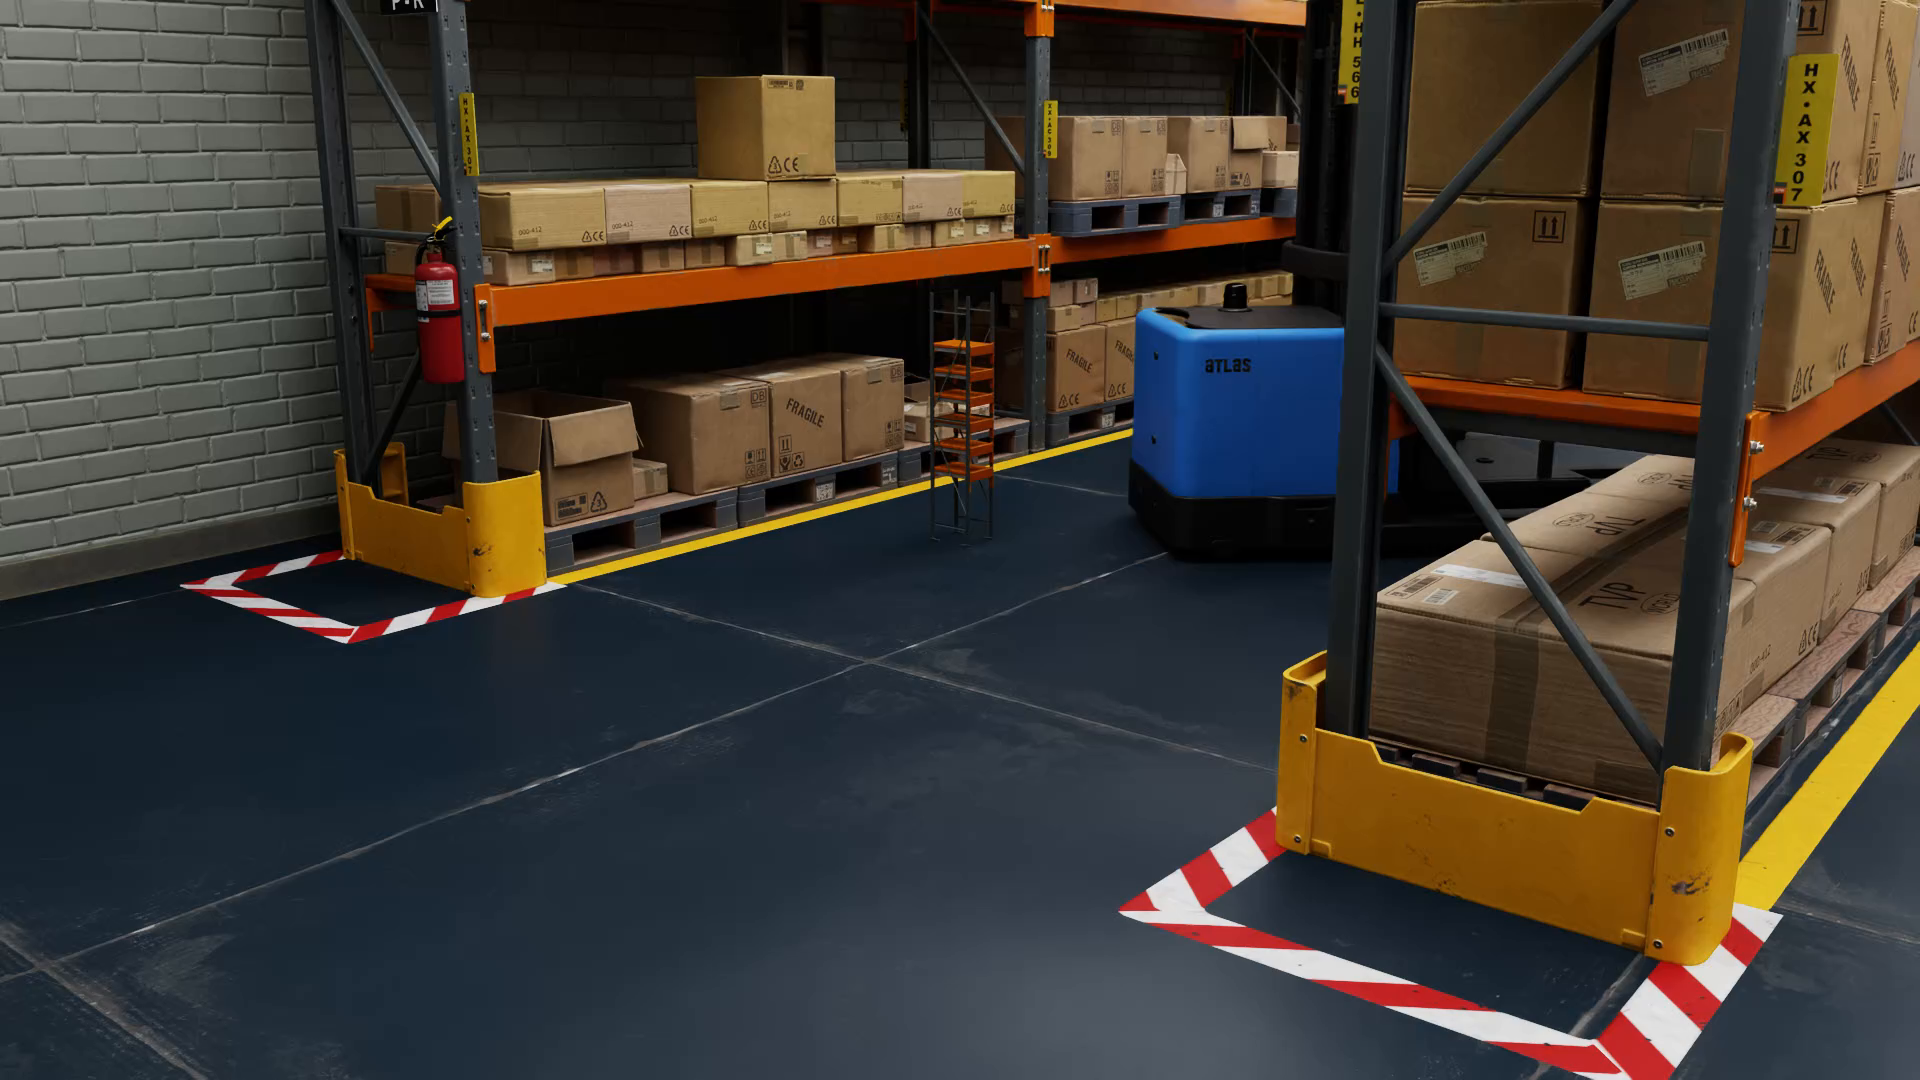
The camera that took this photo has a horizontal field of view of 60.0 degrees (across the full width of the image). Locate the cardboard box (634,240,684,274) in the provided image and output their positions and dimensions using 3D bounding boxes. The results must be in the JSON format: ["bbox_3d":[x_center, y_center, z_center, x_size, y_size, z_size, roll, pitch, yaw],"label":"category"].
[{"bbox_3d":[-1.525,-1.355,7.877,0.380,0.149,0.250,12,19,39],"label":"cardboard box"}]

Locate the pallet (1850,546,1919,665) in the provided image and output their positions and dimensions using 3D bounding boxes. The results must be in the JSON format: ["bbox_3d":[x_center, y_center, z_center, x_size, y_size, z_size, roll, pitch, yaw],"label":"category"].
[{"bbox_3d":[3.425,0.180,6.985,1.003,0.211,1.213,11,18,38],"label":"pallet"}]

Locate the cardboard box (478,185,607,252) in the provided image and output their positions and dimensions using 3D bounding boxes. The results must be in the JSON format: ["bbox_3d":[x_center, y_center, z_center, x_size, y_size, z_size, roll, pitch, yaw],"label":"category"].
[{"bbox_3d":[-1.919,-1.423,7.332,0.500,0.250,0.500,11,18,38],"label":"cardboard box"}]

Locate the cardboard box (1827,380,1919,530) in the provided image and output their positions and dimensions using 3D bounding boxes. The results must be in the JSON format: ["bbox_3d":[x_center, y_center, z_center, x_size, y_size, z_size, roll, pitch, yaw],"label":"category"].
[{"bbox_3d":[4.291,-0.610,7.893,0.875,0.875,0.875,12,19,39],"label":"cardboard box"}]

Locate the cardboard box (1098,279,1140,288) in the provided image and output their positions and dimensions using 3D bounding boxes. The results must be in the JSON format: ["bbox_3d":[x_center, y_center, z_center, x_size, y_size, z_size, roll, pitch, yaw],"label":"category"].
[{"bbox_3d":[1.071,-1.792,11.991,0.380,0.149,0.250,10,18,35],"label":"cardboard box"}]

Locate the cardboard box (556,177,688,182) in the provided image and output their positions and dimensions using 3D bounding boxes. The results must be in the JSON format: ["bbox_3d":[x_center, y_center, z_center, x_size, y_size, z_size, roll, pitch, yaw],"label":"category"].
[{"bbox_3d":[-1.691,-1.700,8.421,0.500,0.250,0.500,12,19,39],"label":"cardboard box"}]

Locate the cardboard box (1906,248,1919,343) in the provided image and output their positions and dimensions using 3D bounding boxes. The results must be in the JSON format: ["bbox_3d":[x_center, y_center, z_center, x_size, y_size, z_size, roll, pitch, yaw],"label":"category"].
[{"bbox_3d":[2.906,-0.929,5.485,0.500,0.500,0.500,12,19,39],"label":"cardboard box"}]

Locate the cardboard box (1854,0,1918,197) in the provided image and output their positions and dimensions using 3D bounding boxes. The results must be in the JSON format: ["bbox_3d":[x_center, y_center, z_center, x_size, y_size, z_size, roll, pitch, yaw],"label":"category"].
[{"bbox_3d":[2.292,-1.220,4.599,0.500,0.500,0.500,11,18,36],"label":"cardboard box"}]

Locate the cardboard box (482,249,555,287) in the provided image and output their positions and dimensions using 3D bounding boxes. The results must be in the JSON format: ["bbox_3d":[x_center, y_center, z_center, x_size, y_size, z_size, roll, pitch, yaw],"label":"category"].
[{"bbox_3d":[-1.993,-1.205,7.284,0.380,0.149,0.250,11,18,37],"label":"cardboard box"}]

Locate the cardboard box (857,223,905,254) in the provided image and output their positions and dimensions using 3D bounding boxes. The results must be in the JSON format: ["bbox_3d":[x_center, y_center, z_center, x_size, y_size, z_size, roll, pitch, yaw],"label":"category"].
[{"bbox_3d":[-0.519,-1.644,9.014,0.380,0.149,0.250,11,18,37],"label":"cardboard box"}]

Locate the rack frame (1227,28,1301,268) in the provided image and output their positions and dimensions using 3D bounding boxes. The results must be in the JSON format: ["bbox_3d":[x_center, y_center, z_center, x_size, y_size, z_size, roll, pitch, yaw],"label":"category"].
[{"bbox_3d":[2.615,-2.838,13.204,1.000,3.000,0.127,11,18,38],"label":"rack frame"}]

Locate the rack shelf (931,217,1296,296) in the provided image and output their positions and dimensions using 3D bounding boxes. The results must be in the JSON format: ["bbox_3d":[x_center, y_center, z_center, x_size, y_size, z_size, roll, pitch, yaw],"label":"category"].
[{"bbox_3d":[1.358,-2.107,11.784,1.077,0.370,4.000,11,18,38],"label":"rack shelf"}]

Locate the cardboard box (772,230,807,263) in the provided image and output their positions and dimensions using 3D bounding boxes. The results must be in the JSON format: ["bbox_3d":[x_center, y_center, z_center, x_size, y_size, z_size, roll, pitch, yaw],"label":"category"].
[{"bbox_3d":[-0.995,-1.498,8.436,0.380,0.149,0.250,12,18,39],"label":"cardboard box"}]

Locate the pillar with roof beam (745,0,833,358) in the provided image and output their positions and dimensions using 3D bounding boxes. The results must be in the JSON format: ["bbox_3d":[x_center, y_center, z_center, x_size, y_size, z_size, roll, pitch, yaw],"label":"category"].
[{"bbox_3d":[2.310,-4.320,6.851,9.100,9.000,0.400,11,18,38],"label":"pillar with roof beam"}]

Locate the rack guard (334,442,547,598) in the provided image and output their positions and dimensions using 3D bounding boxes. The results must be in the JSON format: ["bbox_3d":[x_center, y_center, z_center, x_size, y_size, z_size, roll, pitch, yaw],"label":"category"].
[{"bbox_3d":[-2.366,-0.109,7.538,1.175,0.500,0.348,11,18,38],"label":"rack guard"}]

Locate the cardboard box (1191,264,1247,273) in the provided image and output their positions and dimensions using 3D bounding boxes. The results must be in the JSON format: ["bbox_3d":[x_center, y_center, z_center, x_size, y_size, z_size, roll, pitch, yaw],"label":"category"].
[{"bbox_3d":[2.044,-2.093,13.176,0.380,0.149,0.250,12,19,40],"label":"cardboard box"}]

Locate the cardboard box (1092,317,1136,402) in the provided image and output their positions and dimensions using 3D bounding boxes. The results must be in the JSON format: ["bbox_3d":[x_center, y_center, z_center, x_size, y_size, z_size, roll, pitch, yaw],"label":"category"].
[{"bbox_3d":[0.907,-1.226,11.079,0.500,0.500,0.500,11,18,37],"label":"cardboard box"}]

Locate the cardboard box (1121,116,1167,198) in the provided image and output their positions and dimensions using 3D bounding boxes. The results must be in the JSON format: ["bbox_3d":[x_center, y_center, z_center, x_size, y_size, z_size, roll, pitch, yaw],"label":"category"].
[{"bbox_3d":[0.904,-2.481,10.743,0.700,0.500,0.500,12,18,38],"label":"cardboard box"}]

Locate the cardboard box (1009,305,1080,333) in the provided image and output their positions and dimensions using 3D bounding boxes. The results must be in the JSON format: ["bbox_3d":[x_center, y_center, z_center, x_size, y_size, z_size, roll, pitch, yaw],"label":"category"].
[{"bbox_3d":[0.533,-1.406,10.473,0.380,0.149,0.250,12,19,40],"label":"cardboard box"}]

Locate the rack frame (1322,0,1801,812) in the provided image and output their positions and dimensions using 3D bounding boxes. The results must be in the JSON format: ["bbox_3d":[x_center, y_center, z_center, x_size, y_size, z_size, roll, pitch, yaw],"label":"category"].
[{"bbox_3d":[1.450,-0.539,4.152,1.000,3.000,0.127,11,18,38],"label":"rack frame"}]

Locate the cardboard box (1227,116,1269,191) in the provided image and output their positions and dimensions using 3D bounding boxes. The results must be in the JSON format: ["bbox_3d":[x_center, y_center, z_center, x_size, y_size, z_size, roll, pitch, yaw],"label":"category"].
[{"bbox_3d":[1.733,-2.751,11.796,0.797,0.503,0.637,11,18,36],"label":"cardboard box"}]

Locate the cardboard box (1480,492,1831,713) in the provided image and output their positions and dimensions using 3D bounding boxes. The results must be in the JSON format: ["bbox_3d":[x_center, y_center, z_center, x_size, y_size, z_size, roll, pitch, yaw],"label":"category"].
[{"bbox_3d":[2.355,0.181,5.669,0.875,0.438,0.875,12,18,39],"label":"cardboard box"}]

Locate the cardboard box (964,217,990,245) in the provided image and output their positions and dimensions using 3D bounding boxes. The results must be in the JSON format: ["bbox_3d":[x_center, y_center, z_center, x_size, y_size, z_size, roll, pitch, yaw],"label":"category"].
[{"bbox_3d":[-0.050,-1.797,9.615,0.380,0.149,0.250,12,18,39],"label":"cardboard box"}]

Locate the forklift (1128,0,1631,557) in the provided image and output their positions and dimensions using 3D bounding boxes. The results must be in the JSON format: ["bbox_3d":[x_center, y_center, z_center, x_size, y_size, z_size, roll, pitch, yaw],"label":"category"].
[{"bbox_3d":[2.422,-1.477,7.983,3.031,2.935,1.130,-2,14,-7],"label":"forklift"}]

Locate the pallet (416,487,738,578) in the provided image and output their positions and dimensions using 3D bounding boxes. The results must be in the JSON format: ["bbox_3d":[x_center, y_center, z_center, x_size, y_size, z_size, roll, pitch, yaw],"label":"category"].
[{"bbox_3d":[-1.865,-0.122,8.175,1.003,0.211,1.213,11,18,38],"label":"pallet"}]

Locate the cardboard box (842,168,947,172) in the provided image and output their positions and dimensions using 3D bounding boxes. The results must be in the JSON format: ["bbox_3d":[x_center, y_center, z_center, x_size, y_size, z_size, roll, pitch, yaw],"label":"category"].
[{"bbox_3d":[-0.421,-2.091,9.961,0.500,0.250,0.500,11,18,37],"label":"cardboard box"}]

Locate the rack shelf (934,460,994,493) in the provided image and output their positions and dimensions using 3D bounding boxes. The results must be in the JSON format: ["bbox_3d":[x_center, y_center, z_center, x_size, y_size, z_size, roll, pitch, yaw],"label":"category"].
[{"bbox_3d":[0.009,-0.309,8.056,0.258,0.103,0.180,11,18,38],"label":"rack shelf"}]

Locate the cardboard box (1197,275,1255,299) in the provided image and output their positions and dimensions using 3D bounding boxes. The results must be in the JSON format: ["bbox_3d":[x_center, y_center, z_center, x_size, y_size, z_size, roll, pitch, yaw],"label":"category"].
[{"bbox_3d":[1.953,-1.867,12.286,0.380,0.149,0.250,12,19,39],"label":"cardboard box"}]

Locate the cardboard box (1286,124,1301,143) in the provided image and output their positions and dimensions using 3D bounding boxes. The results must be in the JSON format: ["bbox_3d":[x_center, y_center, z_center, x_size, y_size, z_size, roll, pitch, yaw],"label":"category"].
[{"bbox_3d":[2.662,-3.295,13.480,0.380,0.149,0.250,12,19,39],"label":"cardboard box"}]

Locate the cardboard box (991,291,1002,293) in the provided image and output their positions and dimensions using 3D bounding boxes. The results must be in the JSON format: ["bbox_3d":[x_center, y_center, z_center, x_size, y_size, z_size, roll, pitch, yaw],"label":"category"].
[{"bbox_3d":[0.415,-1.593,11.207,0.380,0.149,0.250,11,18,38],"label":"cardboard box"}]

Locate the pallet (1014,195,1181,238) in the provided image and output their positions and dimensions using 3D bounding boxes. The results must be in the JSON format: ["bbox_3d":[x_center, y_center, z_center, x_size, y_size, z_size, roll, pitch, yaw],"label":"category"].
[{"bbox_3d":[0.688,-2.115,10.748,1.003,0.211,1.213,11,18,38],"label":"pallet"}]

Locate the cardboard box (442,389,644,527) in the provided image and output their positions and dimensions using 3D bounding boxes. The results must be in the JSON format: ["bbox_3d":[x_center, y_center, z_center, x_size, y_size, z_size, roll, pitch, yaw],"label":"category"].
[{"bbox_3d":[-1.955,-0.402,7.832,0.797,0.503,0.637,10,18,35],"label":"cardboard box"}]

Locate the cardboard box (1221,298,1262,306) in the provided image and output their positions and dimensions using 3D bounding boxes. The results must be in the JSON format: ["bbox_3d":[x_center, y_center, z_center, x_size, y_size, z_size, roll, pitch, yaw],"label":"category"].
[{"bbox_3d":[1.867,-1.521,12.243,0.500,0.500,0.500,12,19,40],"label":"cardboard box"}]

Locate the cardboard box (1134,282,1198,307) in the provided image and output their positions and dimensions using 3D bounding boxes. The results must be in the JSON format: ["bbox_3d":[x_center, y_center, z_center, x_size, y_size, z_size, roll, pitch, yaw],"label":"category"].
[{"bbox_3d":[1.452,-1.722,11.716,0.380,0.149,0.250,11,18,38],"label":"cardboard box"}]

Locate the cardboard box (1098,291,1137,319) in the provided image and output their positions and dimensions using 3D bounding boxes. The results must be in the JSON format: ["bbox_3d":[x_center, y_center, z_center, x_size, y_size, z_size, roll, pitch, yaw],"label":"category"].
[{"bbox_3d":[0.961,-1.577,11.144,0.380,0.149,0.250,11,18,37],"label":"cardboard box"}]

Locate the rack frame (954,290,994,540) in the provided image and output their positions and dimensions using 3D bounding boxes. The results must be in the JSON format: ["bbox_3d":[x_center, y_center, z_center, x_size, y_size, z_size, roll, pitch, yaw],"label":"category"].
[{"bbox_3d":[0.067,-0.602,8.055,0.240,1.200,0.006,11,18,38],"label":"rack frame"}]

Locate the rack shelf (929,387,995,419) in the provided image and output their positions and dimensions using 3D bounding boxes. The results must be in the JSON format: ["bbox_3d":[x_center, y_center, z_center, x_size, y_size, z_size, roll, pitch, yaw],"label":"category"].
[{"bbox_3d":[0.009,-0.658,7.967,0.258,0.103,0.180,11,18,38],"label":"rack shelf"}]

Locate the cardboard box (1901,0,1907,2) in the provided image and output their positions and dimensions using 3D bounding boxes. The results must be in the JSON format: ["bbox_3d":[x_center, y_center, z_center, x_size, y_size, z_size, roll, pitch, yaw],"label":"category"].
[{"bbox_3d":[2.401,-1.558,4.612,0.380,0.149,0.250,11,18,36],"label":"cardboard box"}]

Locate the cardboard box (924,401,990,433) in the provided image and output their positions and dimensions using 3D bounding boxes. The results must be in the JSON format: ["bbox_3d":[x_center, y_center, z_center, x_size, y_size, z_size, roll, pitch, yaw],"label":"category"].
[{"bbox_3d":[-0.021,-0.742,9.889,0.380,0.149,0.250,11,18,36],"label":"cardboard box"}]

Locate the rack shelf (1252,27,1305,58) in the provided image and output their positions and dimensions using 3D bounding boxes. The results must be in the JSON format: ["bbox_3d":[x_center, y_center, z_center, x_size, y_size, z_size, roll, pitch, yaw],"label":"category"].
[{"bbox_3d":[3.872,-4.326,14.431,1.077,0.370,4.000,11,18,38],"label":"rack shelf"}]

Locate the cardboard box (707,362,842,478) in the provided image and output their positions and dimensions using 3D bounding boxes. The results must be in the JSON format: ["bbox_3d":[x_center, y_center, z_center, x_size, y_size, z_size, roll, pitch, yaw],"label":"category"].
[{"bbox_3d":[-0.978,-0.644,8.790,0.500,0.500,0.500,12,18,39],"label":"cardboard box"}]

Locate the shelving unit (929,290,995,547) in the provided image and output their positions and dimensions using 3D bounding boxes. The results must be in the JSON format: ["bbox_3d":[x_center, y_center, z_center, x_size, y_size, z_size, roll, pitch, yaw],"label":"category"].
[{"bbox_3d":[0.009,-0.584,7.986,0.258,1.200,0.189,11,18,38],"label":"shelving unit"}]

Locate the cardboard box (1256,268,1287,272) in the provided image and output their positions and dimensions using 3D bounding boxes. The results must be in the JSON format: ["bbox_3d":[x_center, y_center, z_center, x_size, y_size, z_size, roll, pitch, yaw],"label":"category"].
[{"bbox_3d":[2.501,-2.011,12.853,0.380,0.149,0.250,10,17,35],"label":"cardboard box"}]

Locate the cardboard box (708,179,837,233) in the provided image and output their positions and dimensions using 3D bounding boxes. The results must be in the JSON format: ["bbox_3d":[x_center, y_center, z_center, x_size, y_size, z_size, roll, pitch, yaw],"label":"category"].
[{"bbox_3d":[-0.981,-1.718,8.495,0.500,0.250,0.500,11,18,36],"label":"cardboard box"}]

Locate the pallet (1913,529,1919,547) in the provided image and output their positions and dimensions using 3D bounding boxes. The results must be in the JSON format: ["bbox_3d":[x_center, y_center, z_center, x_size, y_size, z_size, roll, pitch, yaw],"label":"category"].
[{"bbox_3d":[4.390,-0.113,8.138,1.003,0.211,1.213,11,18,38],"label":"pallet"}]

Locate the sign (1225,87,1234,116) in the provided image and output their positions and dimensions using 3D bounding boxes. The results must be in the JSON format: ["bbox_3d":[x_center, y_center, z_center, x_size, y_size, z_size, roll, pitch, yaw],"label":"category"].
[{"bbox_3d":[2.181,-3.485,13.397,0.100,0.325,0.005,11,18,38],"label":"sign"}]

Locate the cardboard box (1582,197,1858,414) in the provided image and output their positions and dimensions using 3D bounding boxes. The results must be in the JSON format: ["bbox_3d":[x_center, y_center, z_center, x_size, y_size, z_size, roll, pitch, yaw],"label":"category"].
[{"bbox_3d":[1.975,-0.635,4.327,0.500,0.500,0.500,11,18,37],"label":"cardboard box"}]

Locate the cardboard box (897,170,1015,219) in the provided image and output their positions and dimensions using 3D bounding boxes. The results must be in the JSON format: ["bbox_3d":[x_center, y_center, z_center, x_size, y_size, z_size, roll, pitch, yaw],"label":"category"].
[{"bbox_3d":[-0.030,-2.008,9.638,0.500,0.250,0.500,12,18,39],"label":"cardboard box"}]

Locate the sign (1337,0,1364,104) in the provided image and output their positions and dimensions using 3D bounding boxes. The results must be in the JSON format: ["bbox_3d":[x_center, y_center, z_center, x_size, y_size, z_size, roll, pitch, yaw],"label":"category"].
[{"bbox_3d":[1.036,-1.301,4.321,0.100,0.325,0.005,11,18,38],"label":"sign"}]

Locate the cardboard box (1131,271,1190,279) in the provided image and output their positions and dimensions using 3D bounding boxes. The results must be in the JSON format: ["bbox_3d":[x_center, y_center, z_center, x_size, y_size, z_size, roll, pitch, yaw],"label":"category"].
[{"bbox_3d":[1.520,-1.949,12.608,0.380,0.149,0.250,10,17,35],"label":"cardboard box"}]
